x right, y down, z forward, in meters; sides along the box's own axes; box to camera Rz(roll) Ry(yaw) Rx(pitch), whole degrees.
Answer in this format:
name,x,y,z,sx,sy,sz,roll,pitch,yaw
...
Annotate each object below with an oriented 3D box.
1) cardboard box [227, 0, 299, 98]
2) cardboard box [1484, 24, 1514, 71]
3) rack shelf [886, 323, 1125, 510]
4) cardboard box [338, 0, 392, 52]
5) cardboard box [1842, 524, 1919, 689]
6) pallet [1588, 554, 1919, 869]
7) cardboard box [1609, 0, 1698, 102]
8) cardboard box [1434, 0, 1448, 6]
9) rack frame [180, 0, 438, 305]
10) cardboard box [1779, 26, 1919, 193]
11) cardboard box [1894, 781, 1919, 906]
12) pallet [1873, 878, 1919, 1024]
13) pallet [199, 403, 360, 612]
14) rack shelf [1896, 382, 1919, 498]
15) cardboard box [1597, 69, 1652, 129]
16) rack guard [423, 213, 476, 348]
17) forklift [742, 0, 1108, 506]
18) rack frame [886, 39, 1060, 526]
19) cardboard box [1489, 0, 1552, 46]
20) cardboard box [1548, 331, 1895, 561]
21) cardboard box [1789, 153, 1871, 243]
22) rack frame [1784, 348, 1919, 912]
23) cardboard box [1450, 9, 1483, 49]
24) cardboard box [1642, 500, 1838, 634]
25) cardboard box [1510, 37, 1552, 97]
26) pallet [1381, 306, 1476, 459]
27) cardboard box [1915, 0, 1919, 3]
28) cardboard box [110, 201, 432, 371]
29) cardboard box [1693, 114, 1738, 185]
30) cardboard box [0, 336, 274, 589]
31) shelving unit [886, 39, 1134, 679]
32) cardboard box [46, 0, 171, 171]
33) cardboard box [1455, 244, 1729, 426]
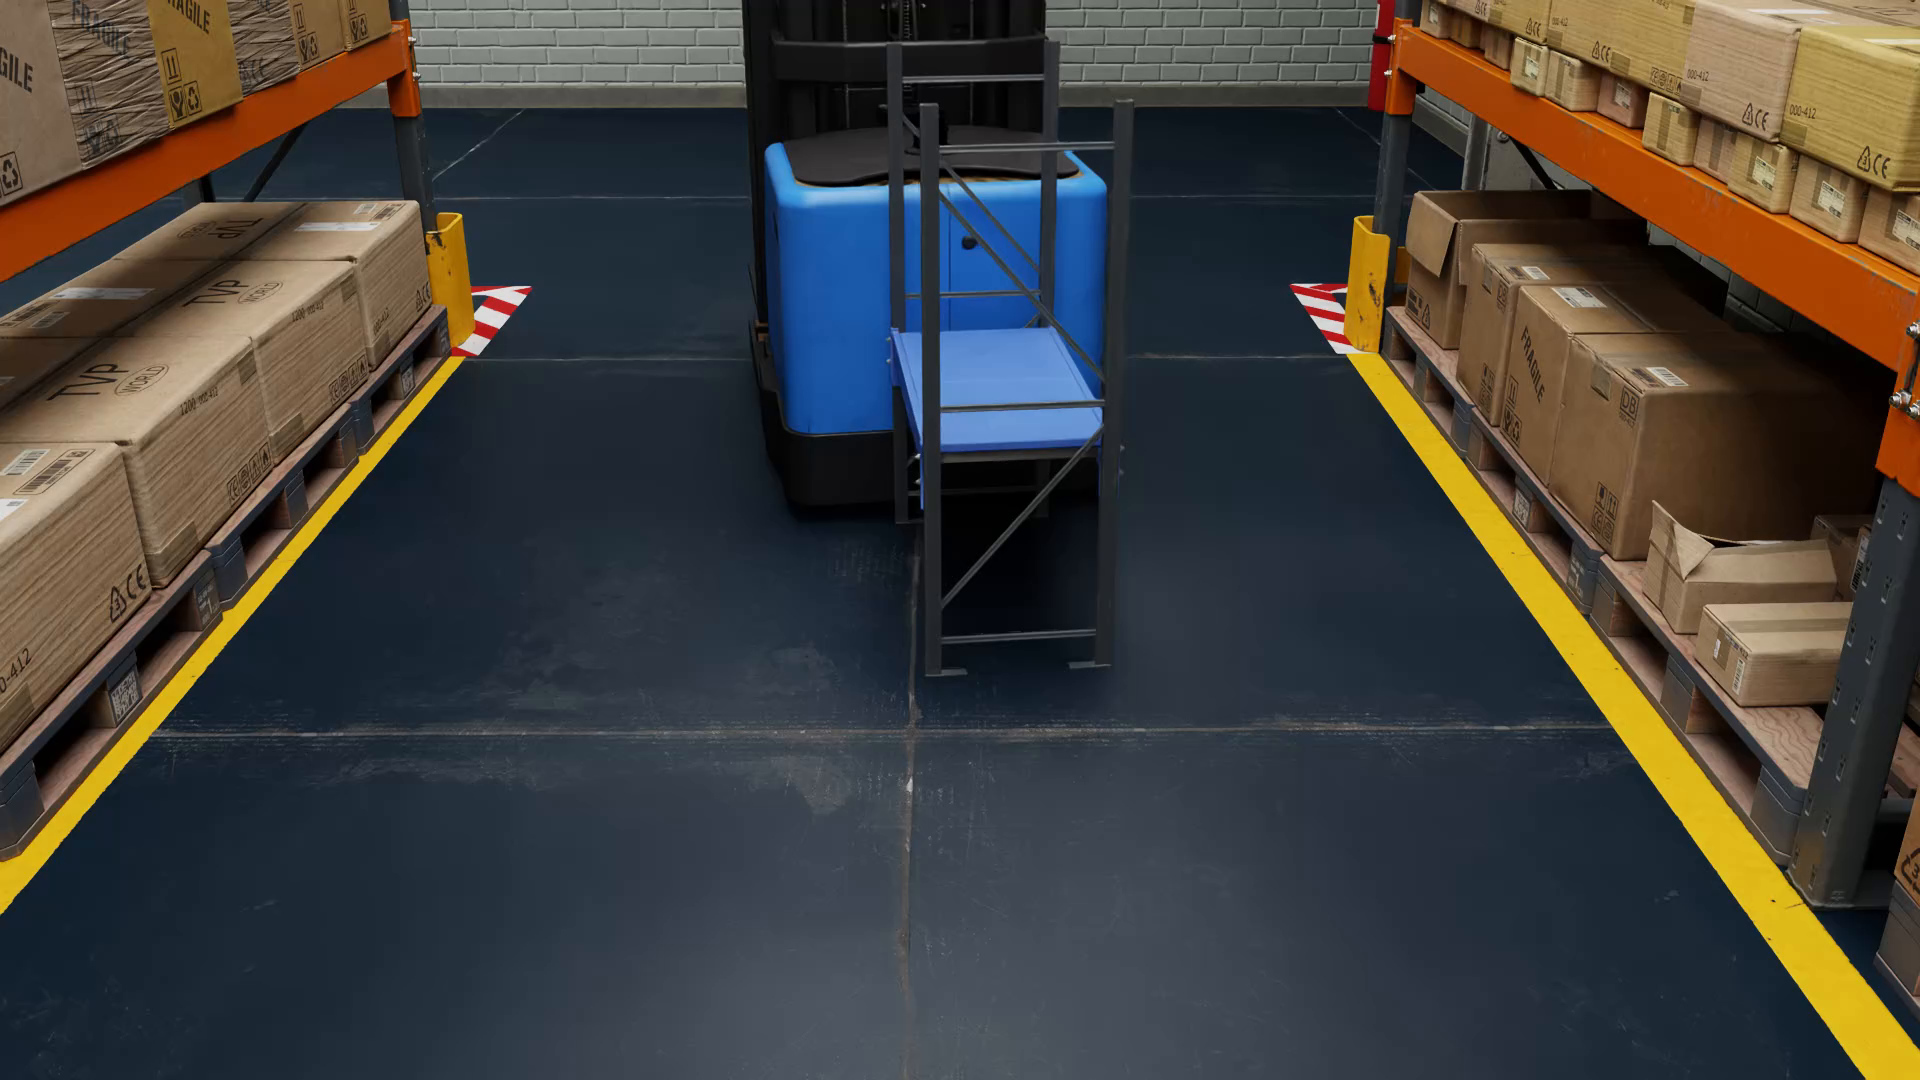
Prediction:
name,x,y,z,sx,sy,sz,roll,pitch,yaw
cardboard box,-2.432,-1.663,5.166,0.500,0.500,0.500,0,24,1
cardboard box,2.013,-1.689,5.650,0.380,0.149,0.250,0,24,1
rack shelf,0.097,-0.376,4.697,0.538,0.185,1.000,-3,24,-6
cardboard box,-2.438,-2.082,6.092,0.500,0.500,0.500,0,24,0
cardboard box,2.528,0.151,4.029,0.500,0.311,0.500,1,24,1
pallet,2.292,0.378,4.158,1.003,0.211,1.213,0,24,-1
cardboard box,2.037,-1.297,4.300,0.500,0.250,0.500,0,24,-1
cardboard box,1.991,-2.137,6.155,0.500,0.250,0.500,0,24,0
rack frame,-2.708,-2.234,6.549,1.000,3.000,0.127,0,24,-1
cardboard box,2.049,-0.885,3.389,0.500,0.250,0.500,0,24,1
cardboard box,2.079,0.538,2.943,0.500,0.500,0.500,1,24,2
pallet,2.345,0.996,2.792,1.003,0.211,1.213,0,24,-1
pallet,-2.611,-0.133,5.287,1.003,0.211,1.213,0,24,-1
rack shelf,2.321,0.542,1.284,1.077,0.370,4.000,0,24,-1
cardboard box,2.044,-1.261,4.703,0.380,0.149,0.250,0,24,-1
rack guard,-2.708,-1.105,7.086,1.175,0.500,0.348,0,24,-1
forklift,-0.275,-2.023,6.166,1.130,2.935,3.031,-4,25,-9
rack frame,0.039,-0.748,5.083,0.500,1.500,0.032,-3,24,-6
cardboard box,2.005,-1.720,5.234,0.500,0.250,0.500,-1,24,-2
cardboard box,2.149,-0.278,4.747,0.700,0.500,0.500,-1,24,-3
cardboard box,2.018,-0.732,3.534,0.380,0.149,0.250,0,24,1
rack frame,2.299,-0.609,2.958,1.000,3.000,0.127,0,24,-1
cardboard box,2.033,-1.902,6.120,0.380,0.149,0.250,0,24,1
cardboard box,1.995,0.070,4.264,0.396,0.266,0.258,1,24,1
cardboard box,1.949,-1.476,5.177,0.380,0.149,0.250,-1,24,-2
pallet,2.266,-0.627,6.381,1.003,0.211,1.213,0,24,-1
cardboard box,2.551,-1.089,3.838,0.500,0.250,0.500,0,24,-1
cardboard box,-2.601,-0.986,6.390,0.875,0.438,0.875,-1,24,-2
cardboard box,2.015,-0.948,4.010,0.380,0.149,0.250,0,24,1
cardboard box,-2.574,-0.238,4.735,0.875,0.438,0.875,-1,24,-2
shelving unit,0.097,-0.540,4.623,0.538,1.500,1.048,-3,24,-6
cardboard box,-2.408,-1.238,4.226,0.500,0.500,0.500,0,24,0
cardboard box,2.138,-0.705,5.693,0.700,0.500,0.500,1,24,2
